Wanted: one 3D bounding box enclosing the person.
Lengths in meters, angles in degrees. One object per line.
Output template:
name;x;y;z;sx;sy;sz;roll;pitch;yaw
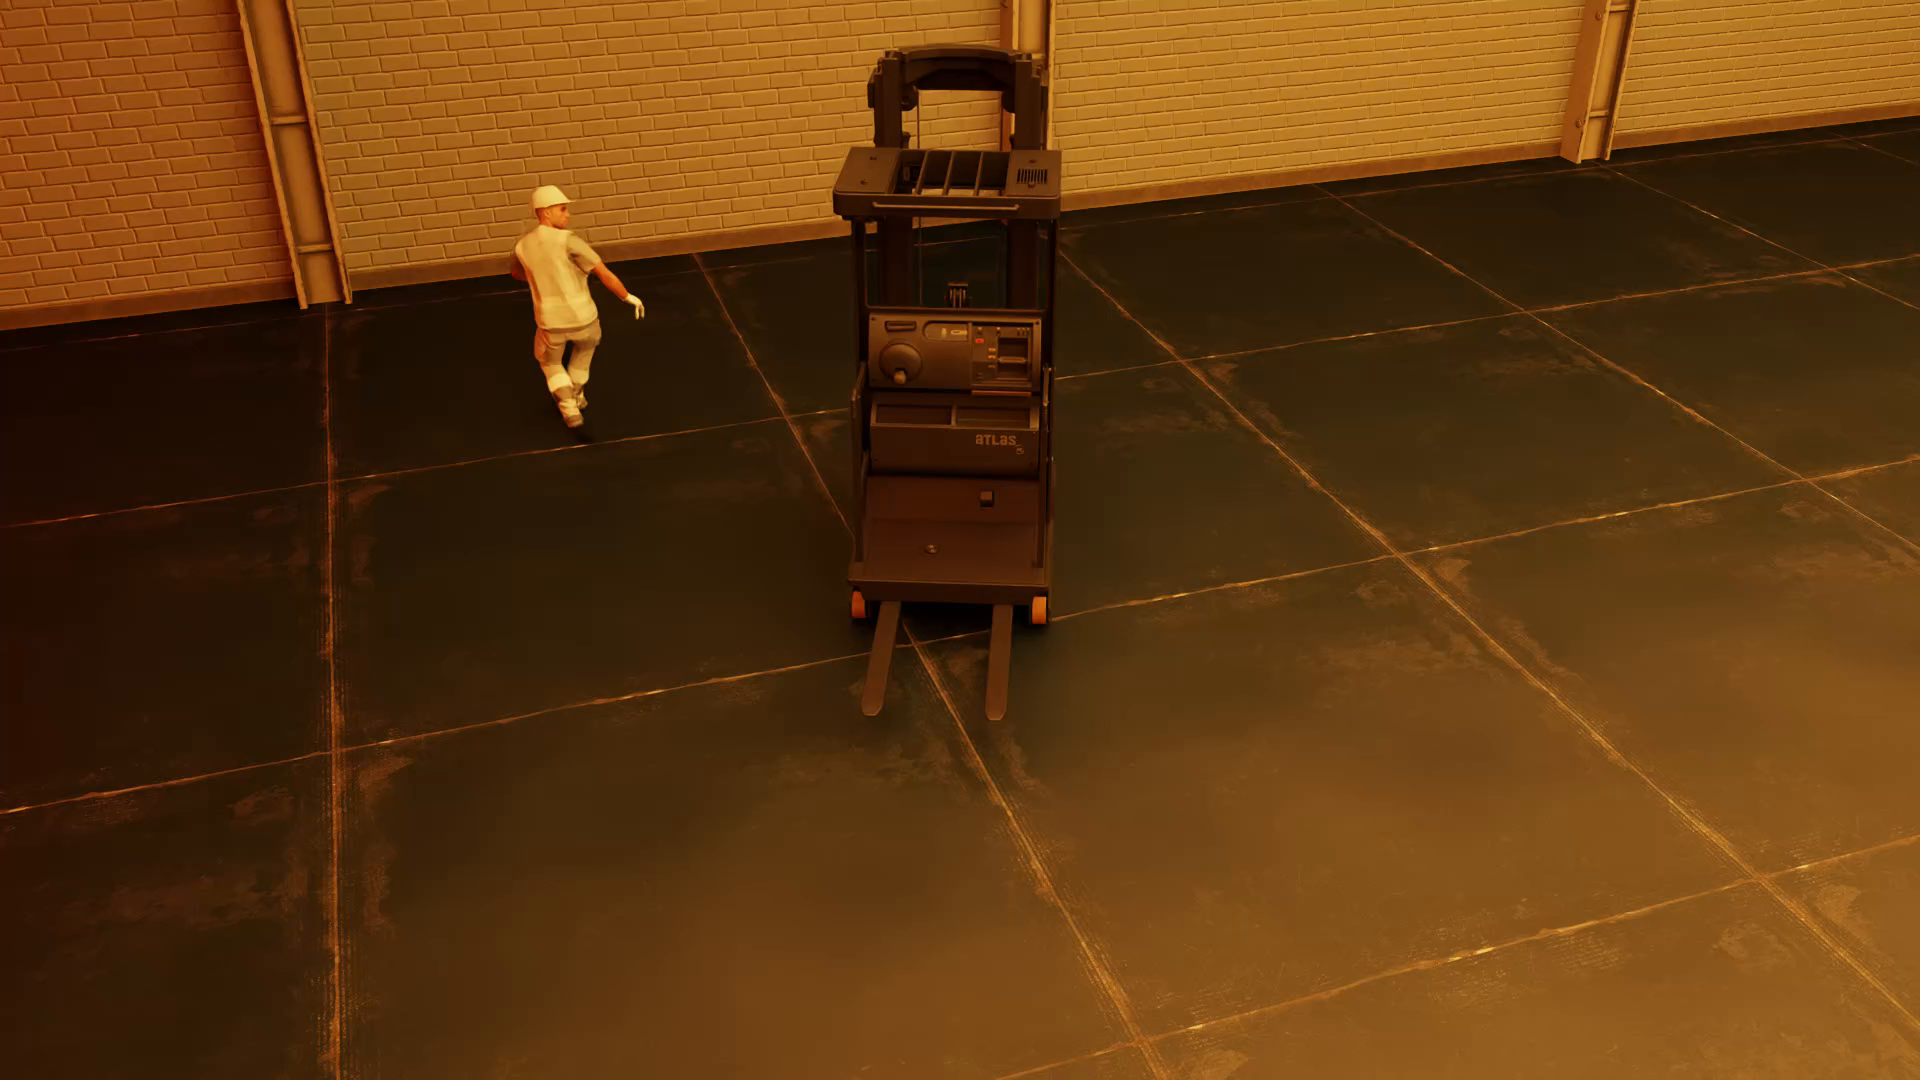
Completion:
person;-2.536;-1.565;11.105;0.894;1.643;0.855;0;30;-1

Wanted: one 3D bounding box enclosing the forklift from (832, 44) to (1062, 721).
forklift;-0.039;-0.967;8.767;1.130;2.935;3.031;2;30;3
